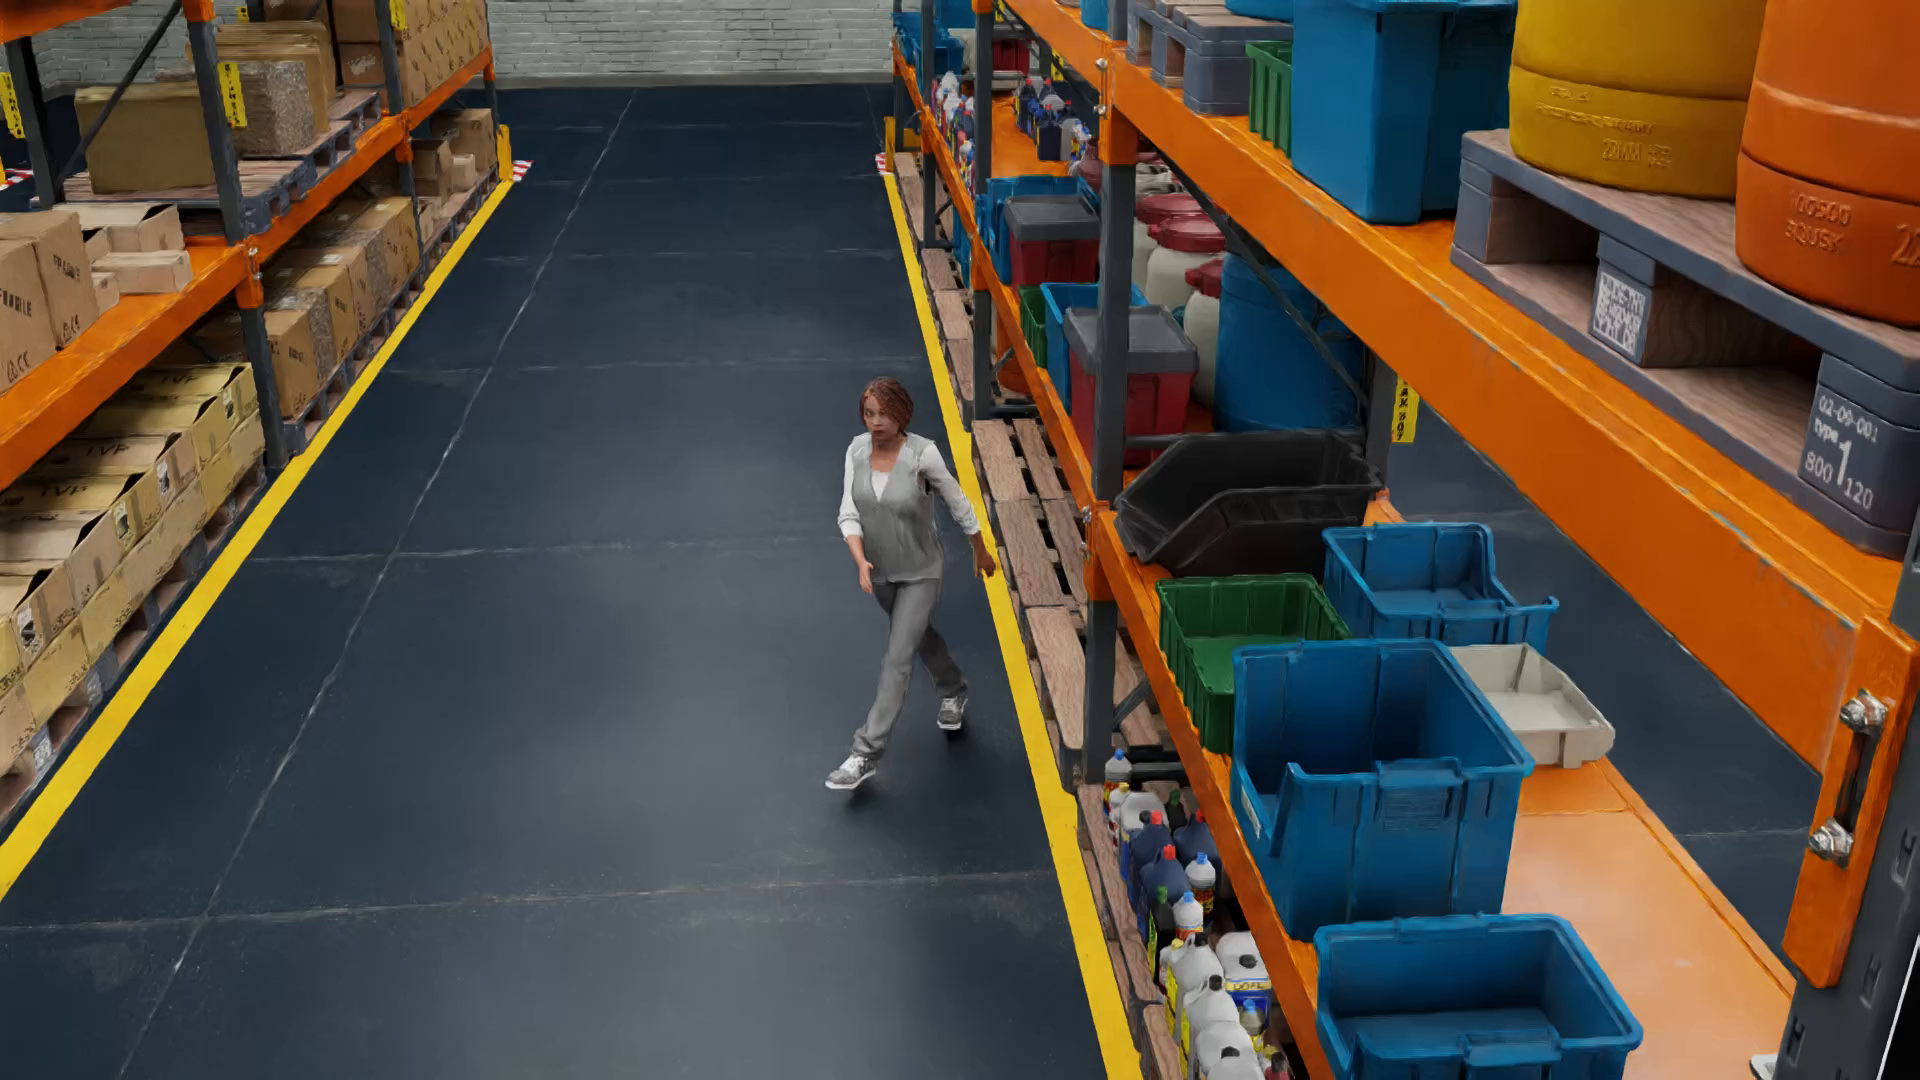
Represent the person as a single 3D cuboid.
[{"bbox_3d":[-0.225,0.134,6.295,0.474,1.537,0.919,13,27,27],"label":"person"}]
